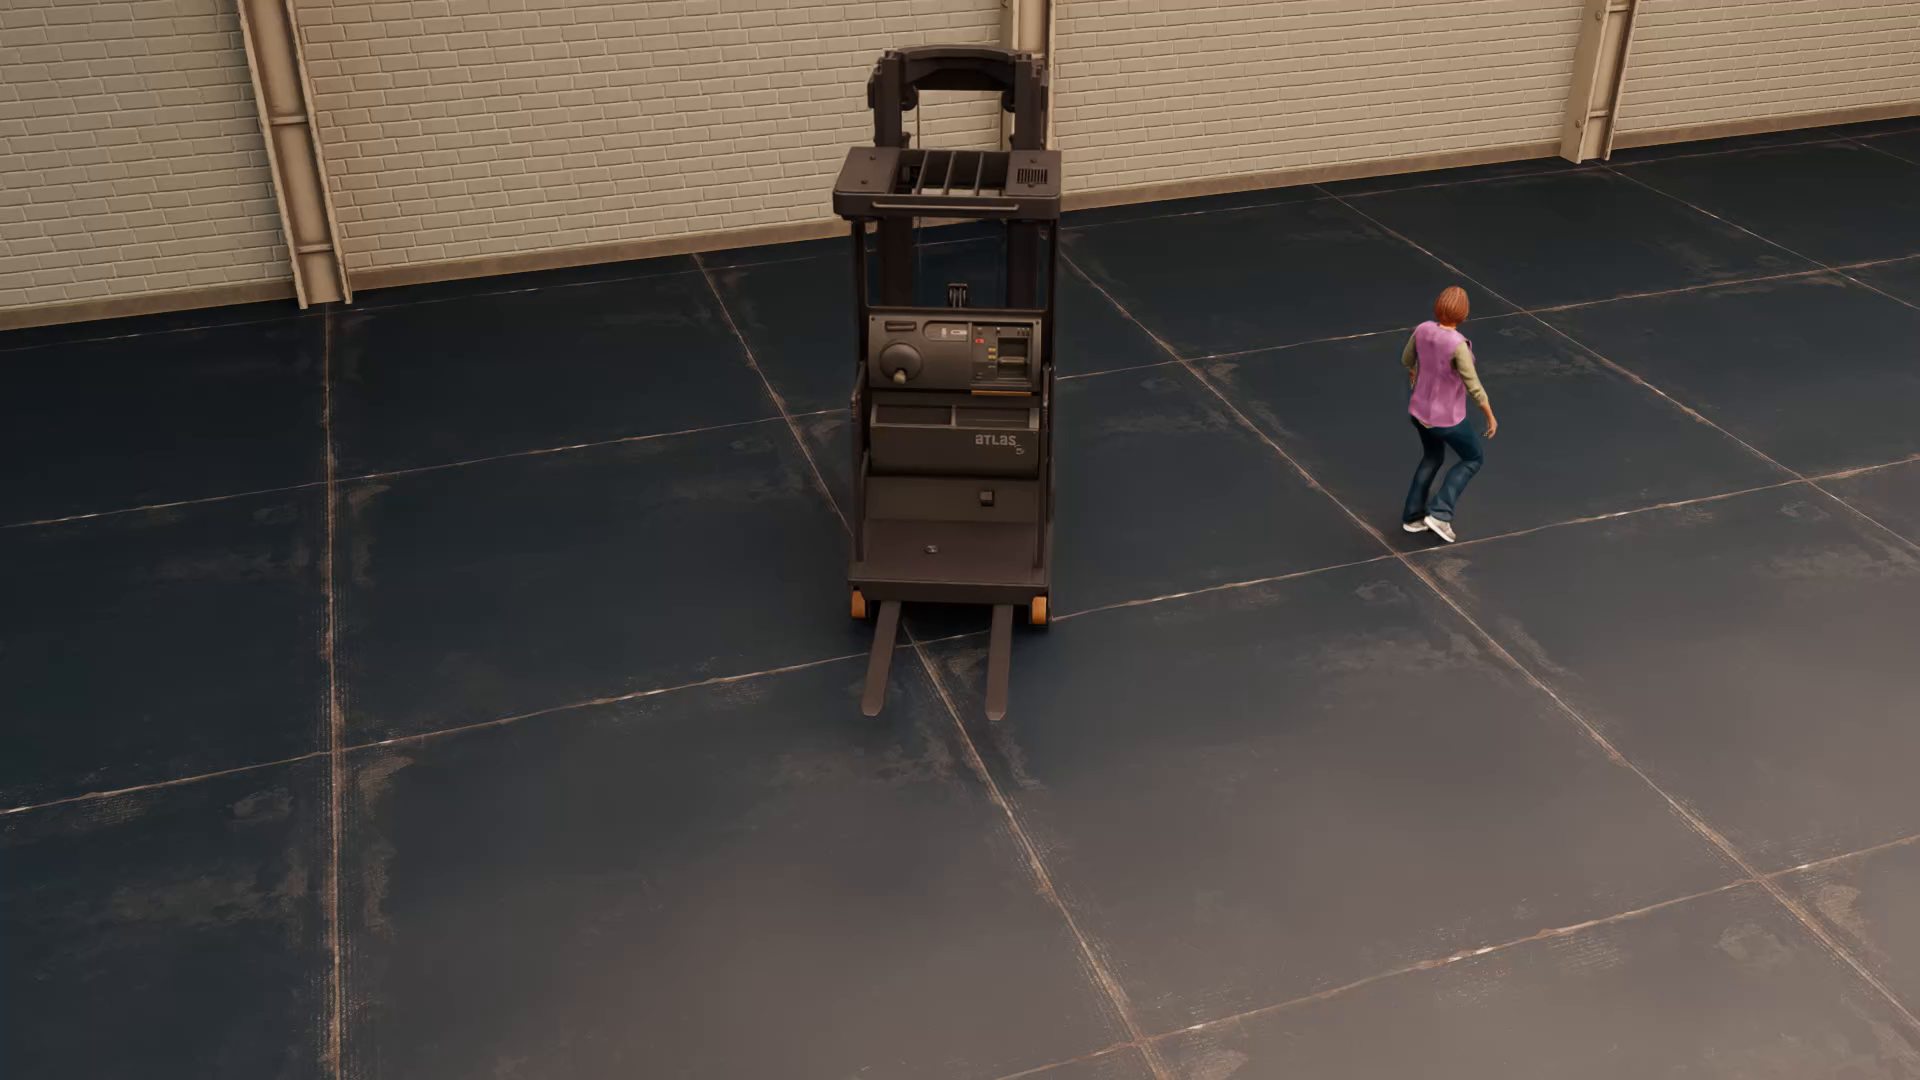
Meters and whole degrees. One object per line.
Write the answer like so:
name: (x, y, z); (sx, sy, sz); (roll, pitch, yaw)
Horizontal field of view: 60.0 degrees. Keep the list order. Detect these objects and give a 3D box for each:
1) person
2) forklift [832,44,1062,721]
person: (2.825, -0.755, 9.774); (0.420, 1.580, 0.686); (-13, 32, -21)
forklift: (-0.039, -0.967, 8.767); (1.130, 2.935, 3.031); (2, 30, 3)
